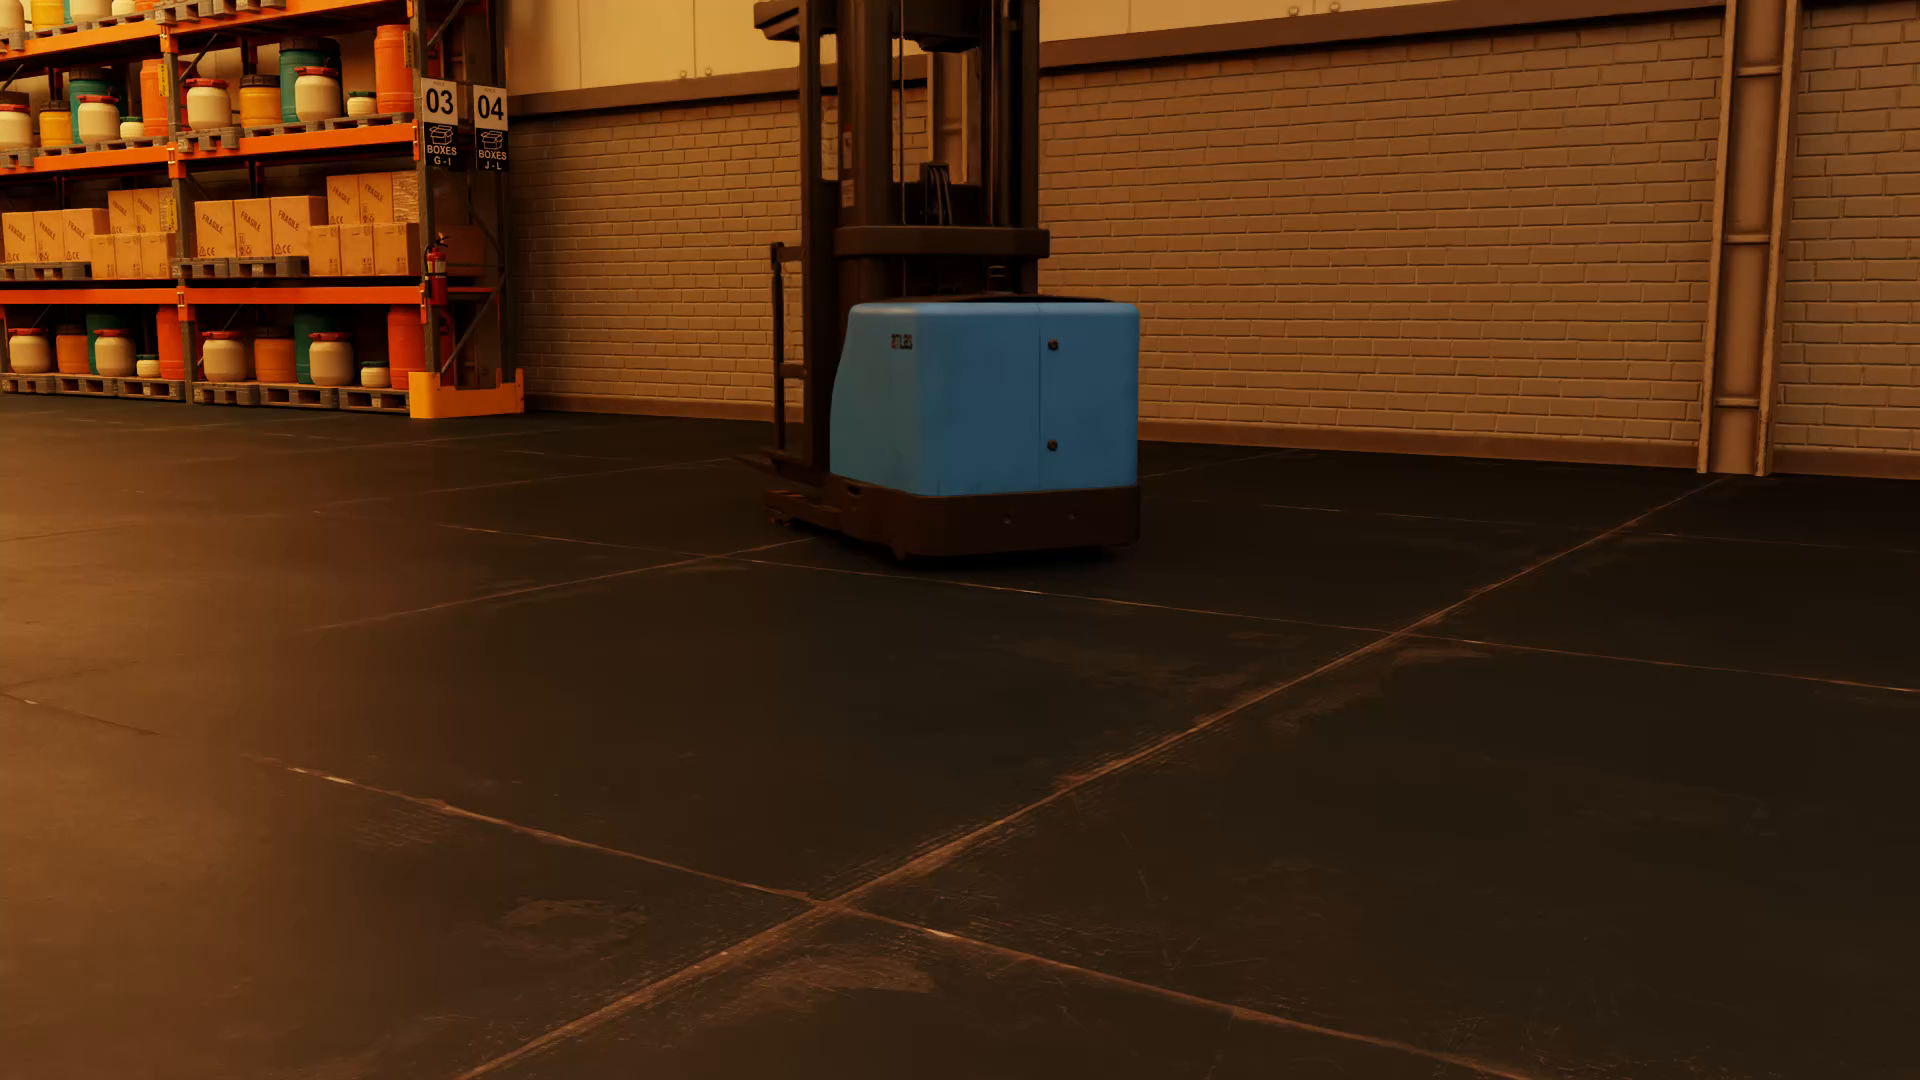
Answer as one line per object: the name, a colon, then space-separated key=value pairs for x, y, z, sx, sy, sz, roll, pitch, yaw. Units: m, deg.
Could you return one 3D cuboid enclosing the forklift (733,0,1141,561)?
forklift: x=-0.322 y=-1.533 z=7.972 sx=1.130 sy=2.935 sz=3.031 roll=-4 pitch=9 yaw=-25
